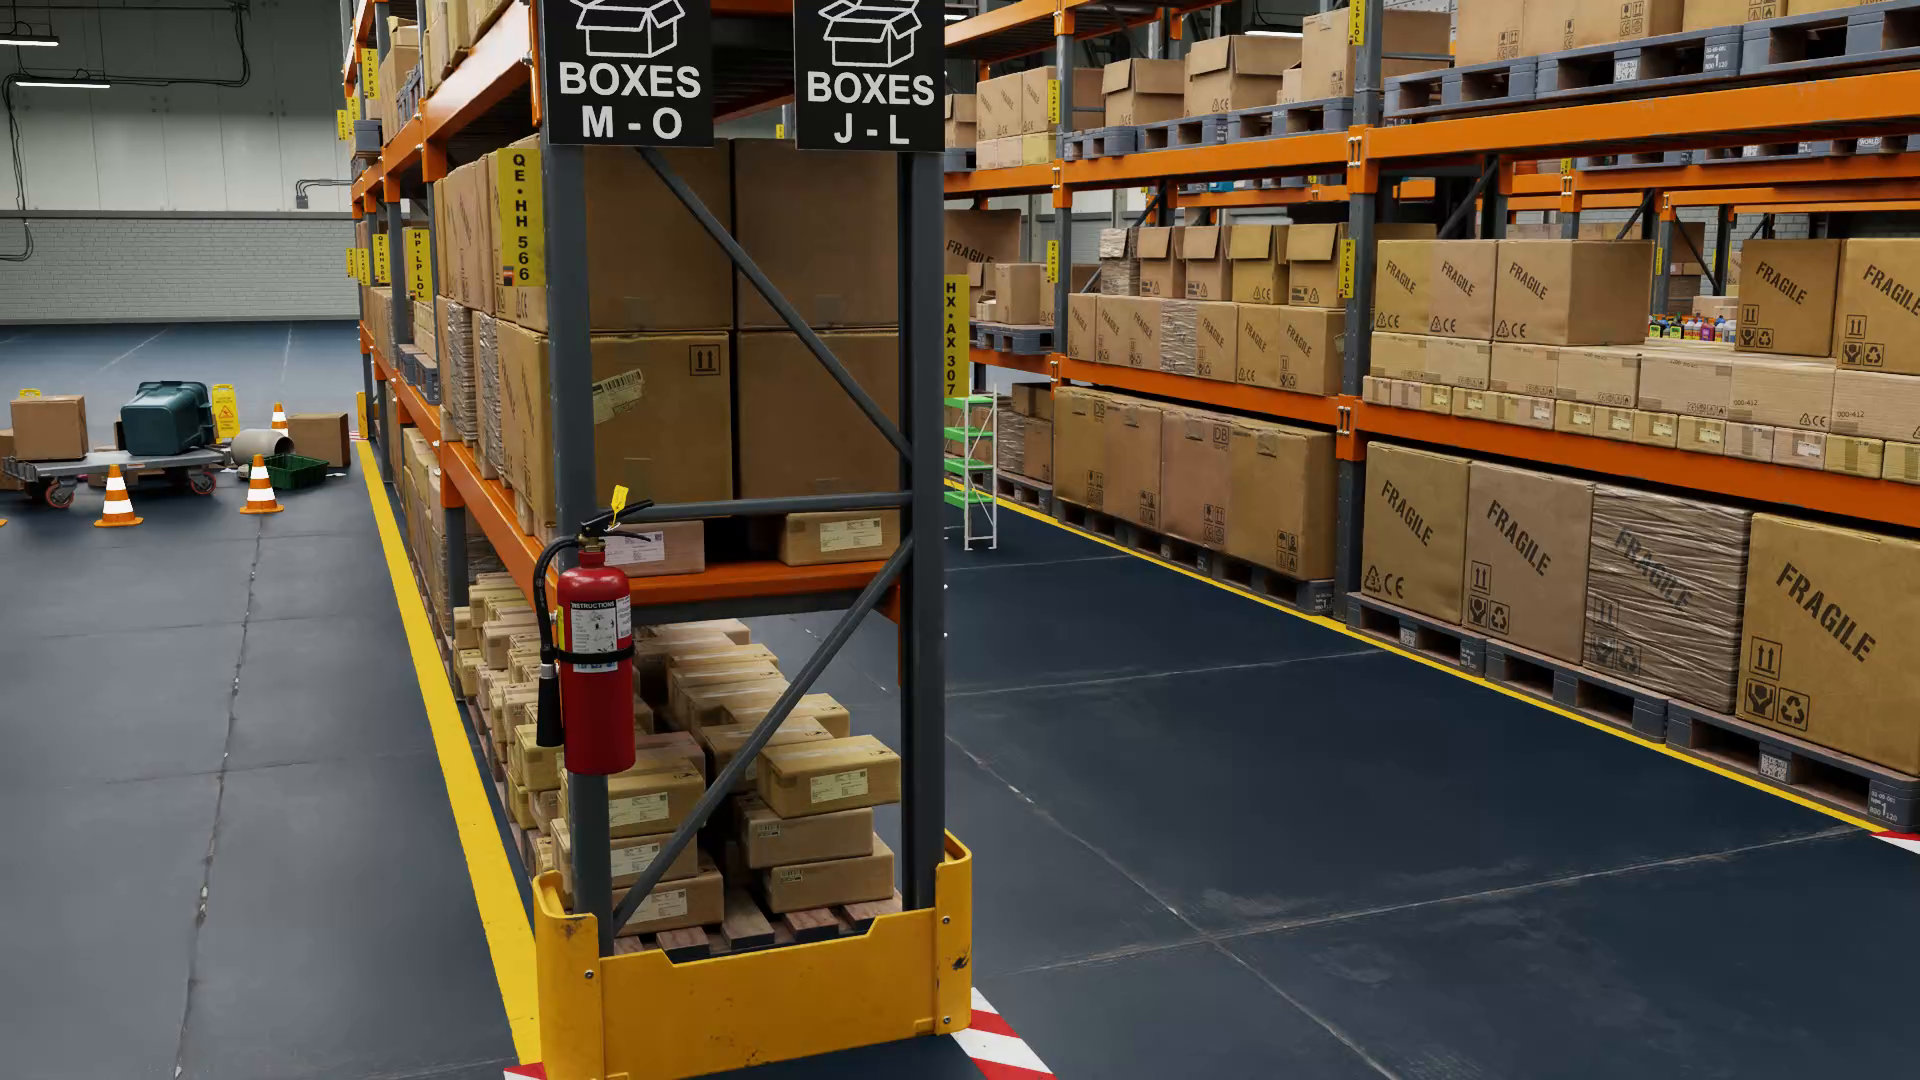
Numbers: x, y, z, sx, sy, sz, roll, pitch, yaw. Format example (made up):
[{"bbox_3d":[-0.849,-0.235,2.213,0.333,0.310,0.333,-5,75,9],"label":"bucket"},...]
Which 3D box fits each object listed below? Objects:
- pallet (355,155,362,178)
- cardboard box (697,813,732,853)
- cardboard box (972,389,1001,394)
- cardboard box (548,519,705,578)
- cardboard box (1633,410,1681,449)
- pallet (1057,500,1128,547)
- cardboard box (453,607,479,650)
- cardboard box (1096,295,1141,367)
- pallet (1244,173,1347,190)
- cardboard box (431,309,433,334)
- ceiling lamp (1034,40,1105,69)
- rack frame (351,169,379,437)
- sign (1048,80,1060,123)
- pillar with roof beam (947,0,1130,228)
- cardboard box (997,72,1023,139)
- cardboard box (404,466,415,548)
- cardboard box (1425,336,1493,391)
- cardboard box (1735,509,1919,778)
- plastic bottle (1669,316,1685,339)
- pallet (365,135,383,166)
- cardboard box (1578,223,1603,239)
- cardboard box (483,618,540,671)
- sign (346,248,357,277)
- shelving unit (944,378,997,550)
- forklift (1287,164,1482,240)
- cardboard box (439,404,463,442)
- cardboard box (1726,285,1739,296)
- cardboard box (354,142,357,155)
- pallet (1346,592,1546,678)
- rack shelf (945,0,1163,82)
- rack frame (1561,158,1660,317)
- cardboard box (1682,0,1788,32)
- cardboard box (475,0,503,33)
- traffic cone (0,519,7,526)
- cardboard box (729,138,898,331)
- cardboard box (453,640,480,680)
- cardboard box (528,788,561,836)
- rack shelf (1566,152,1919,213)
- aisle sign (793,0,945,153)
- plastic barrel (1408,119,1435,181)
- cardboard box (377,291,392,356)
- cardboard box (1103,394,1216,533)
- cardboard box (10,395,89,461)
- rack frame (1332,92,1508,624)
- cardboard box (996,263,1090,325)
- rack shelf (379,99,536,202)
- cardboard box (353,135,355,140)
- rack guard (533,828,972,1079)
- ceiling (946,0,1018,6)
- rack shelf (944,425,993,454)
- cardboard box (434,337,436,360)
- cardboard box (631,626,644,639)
[{"bbox_3d":[-5.602,-3.805,16.932,1.003,0.211,1.213,-4,11,-21],"label":"pallet"},{"bbox_3d":[-0.687,0.934,5.547,0.380,0.149,0.250,-4,11,-20],"label":"cardboard box"},{"bbox_3d":[-0.015,-1.221,16.601,0.700,0.500,0.500,-5,11,-25],"label":"cardboard box"},{"bbox_3d":[-0.910,0.009,4.523,0.380,0.149,0.250,-4,11,-21],"label":"cardboard box"},{"bbox_3d":[3.229,-0.500,7.386,0.380,0.149,0.250,-4,11,-21],"label":"cardboard box"},{"bbox_3d":[1.448,-0.177,12.815,1.003,0.211,1.213,-4,11,-21],"label":"pallet"},{"bbox_3d":[-2.145,0.397,7.714,0.380,0.149,0.250,-3,11,-18],"label":"cardboard box"},{"bbox_3d":[1.344,-1.552,12.297,0.500,0.500,0.500,-4,11,-22],"label":"cardboard box"},{"bbox_3d":[4.047,-4.146,19.140,1.213,0.211,1.003,-4,11,-21],"label":"pallet"},{"bbox_3d":[-2.870,-1.269,9.661,0.380,0.149,0.250,-3,11,-19],"label":"cardboard box"},{"bbox_3d":[2.450,-12.165,38.447,2.000,3.185,0.800,-4,11,-21],"label":"ceiling lamp"},{"bbox_3d":[-6.326,-2.691,18.985,1.000,3.000,0.127,-4,11,-21],"label":"rack frame"},{"bbox_3d":[0.726,-3.381,12.821,0.100,0.325,0.005,-4,11,-21],"label":"sign"},{"bbox_3d":[0.534,-10.471,45.592,9.100,9.000,0.548,-4,11,-21],"label":"pillar with roof beam"},{"bbox_3d":[0.630,-3.601,13.821,0.500,0.500,0.500,-4,11,-21],"label":"cardboard box"},{"bbox_3d":[-3.409,-0.230,11.086,0.500,0.500,0.500,-4,11,-23],"label":"cardboard box"},{"bbox_3d":[2.783,-0.929,8.655,0.500,0.250,0.500,-4,11,-21],"label":"cardboard box"},{"bbox_3d":[3.825,0.362,6.688,0.875,0.875,0.875,-4,11,-21],"label":"cardboard box"},{"bbox_3d":[5.961,-1.712,13.810,0.061,0.283,0.133,-4,11,-21],"label":"plastic bottle"},{"bbox_3d":[-4.118,-3.053,12.995,1.003,0.211,1.213,-3,11,-18],"label":"pallet"},{"bbox_3d":[8.485,-3.889,21.728,0.700,0.500,0.500,-4,11,-21],"label":"cardboard box"},{"bbox_3d":[-1.732,0.415,6.762,0.380,0.149,0.250,-4,11,-20],"label":"cardboard box"},{"bbox_3d":[-6.846,-3.122,18.710,0.100,0.325,0.005,-4,11,-21],"label":"sign"},{"bbox_3d":[0.060,-0.564,12.163,0.258,1.200,0.503,-4,11,-21],"label":"shelving unit"},{"bbox_3d":[3.261,-1.628,13.202,1.130,2.935,3.031,-4,11,-20],"label":"forklift"},{"bbox_3d":[-2.180,-0.542,7.619,0.380,0.149,0.250,-3,11,-19],"label":"cardboard box"},{"bbox_3d":[12.064,-3.769,25.414,0.500,0.250,0.500,-4,11,-23],"label":"cardboard box"},{"bbox_3d":[-5.861,-3.936,16.649,0.380,0.149,0.250,-4,11,-21],"label":"cardboard box"},{"bbox_3d":[2.884,0.471,9.169,1.003,0.211,1.213,-4,11,-21],"label":"pallet"},{"bbox_3d":[0.508,-4.413,14.729,1.077,0.370,4.000,-4,11,-21],"label":"rack shelf"},{"bbox_3d":[5.849,-1.998,15.088,1.000,3.000,0.127,-4,11,-21],"label":"rack frame"},{"bbox_3d":[3.569,-2.422,7.138,0.700,0.500,0.500,-5,11,-25],"label":"cardboard box"},{"bbox_3d":[-1.131,-1.623,4.842,0.500,0.250,0.500,-4,11,-21],"label":"cardboard box"},{"bbox_3d":[-7.699,-0.345,13.040,0.336,0.463,0.334,-4,11,-21],"label":"traffic cone"},{"bbox_3d":[-0.443,-0.858,4.687,0.500,0.500,0.500,-4,11,-21],"label":"cardboard box"},{"bbox_3d":[-2.145,0.544,7.738,0.380,0.149,0.250,-4,11,-23],"label":"cardboard box"},{"bbox_3d":[-1.175,0.818,5.349,0.380,0.149,0.250,-4,11,-23],"label":"cardboard box"},{"bbox_3d":[6.573,-2.794,13.053,1.077,0.370,4.000,-4,11,-21],"label":"rack shelf"},{"bbox_3d":[-0.222,-1.367,4.115,0.394,0.787,0.004,-4,11,-21],"label":"aisle sign"},{"bbox_3d":[5.023,-4.199,17.463,0.600,0.901,0.600,0,10,0],"label":"plastic barrel"},{"bbox_3d":[-4.391,-1.738,13.339,0.500,0.500,0.500,-4,11,-20],"label":"cardboard box"},{"bbox_3d":[1.779,-0.585,12.009,1.225,0.875,0.875,-4,11,-21],"label":"cardboard box"},{"bbox_3d":[-7.805,-0.968,14.271,0.500,0.500,0.500,-4,11,-21],"label":"cardboard box"},{"bbox_3d":[2.682,-1.031,9.650,1.000,3.000,0.127,-4,11,-21],"label":"rack frame"},{"bbox_3d":[0.704,-2.110,14.233,0.700,0.500,0.500,-2,10,-12],"label":"cardboard box"},{"bbox_3d":[-2.702,-2.182,9.609,1.077,0.370,4.000,-4,11,-21],"label":"rack shelf"},{"bbox_3d":[-5.841,-4.155,16.741,0.500,0.250,0.500,-4,11,-21],"label":"cardboard box"},{"bbox_3d":[-0.556,1.139,4.592,1.175,0.500,0.348,-4,11,-21],"label":"rack guard"},{"bbox_3d":[3.445,-15.098,45.908,6.000,0.001,6.000,-4,11,-21],"label":"ceiling"},{"bbox_3d":[0.060,-0.737,12.132,0.258,0.148,0.480,-4,11,-21],"label":"rack shelf"},{"bbox_3d":[-2.781,-1.080,9.447,0.380,0.149,0.250,-3,11,-18],"label":"cardboard box"},{"bbox_3d":[-1.174,0.378,6.973,0.380,0.149,0.250,-4,11,-24],"label":"cardboard box"}]
